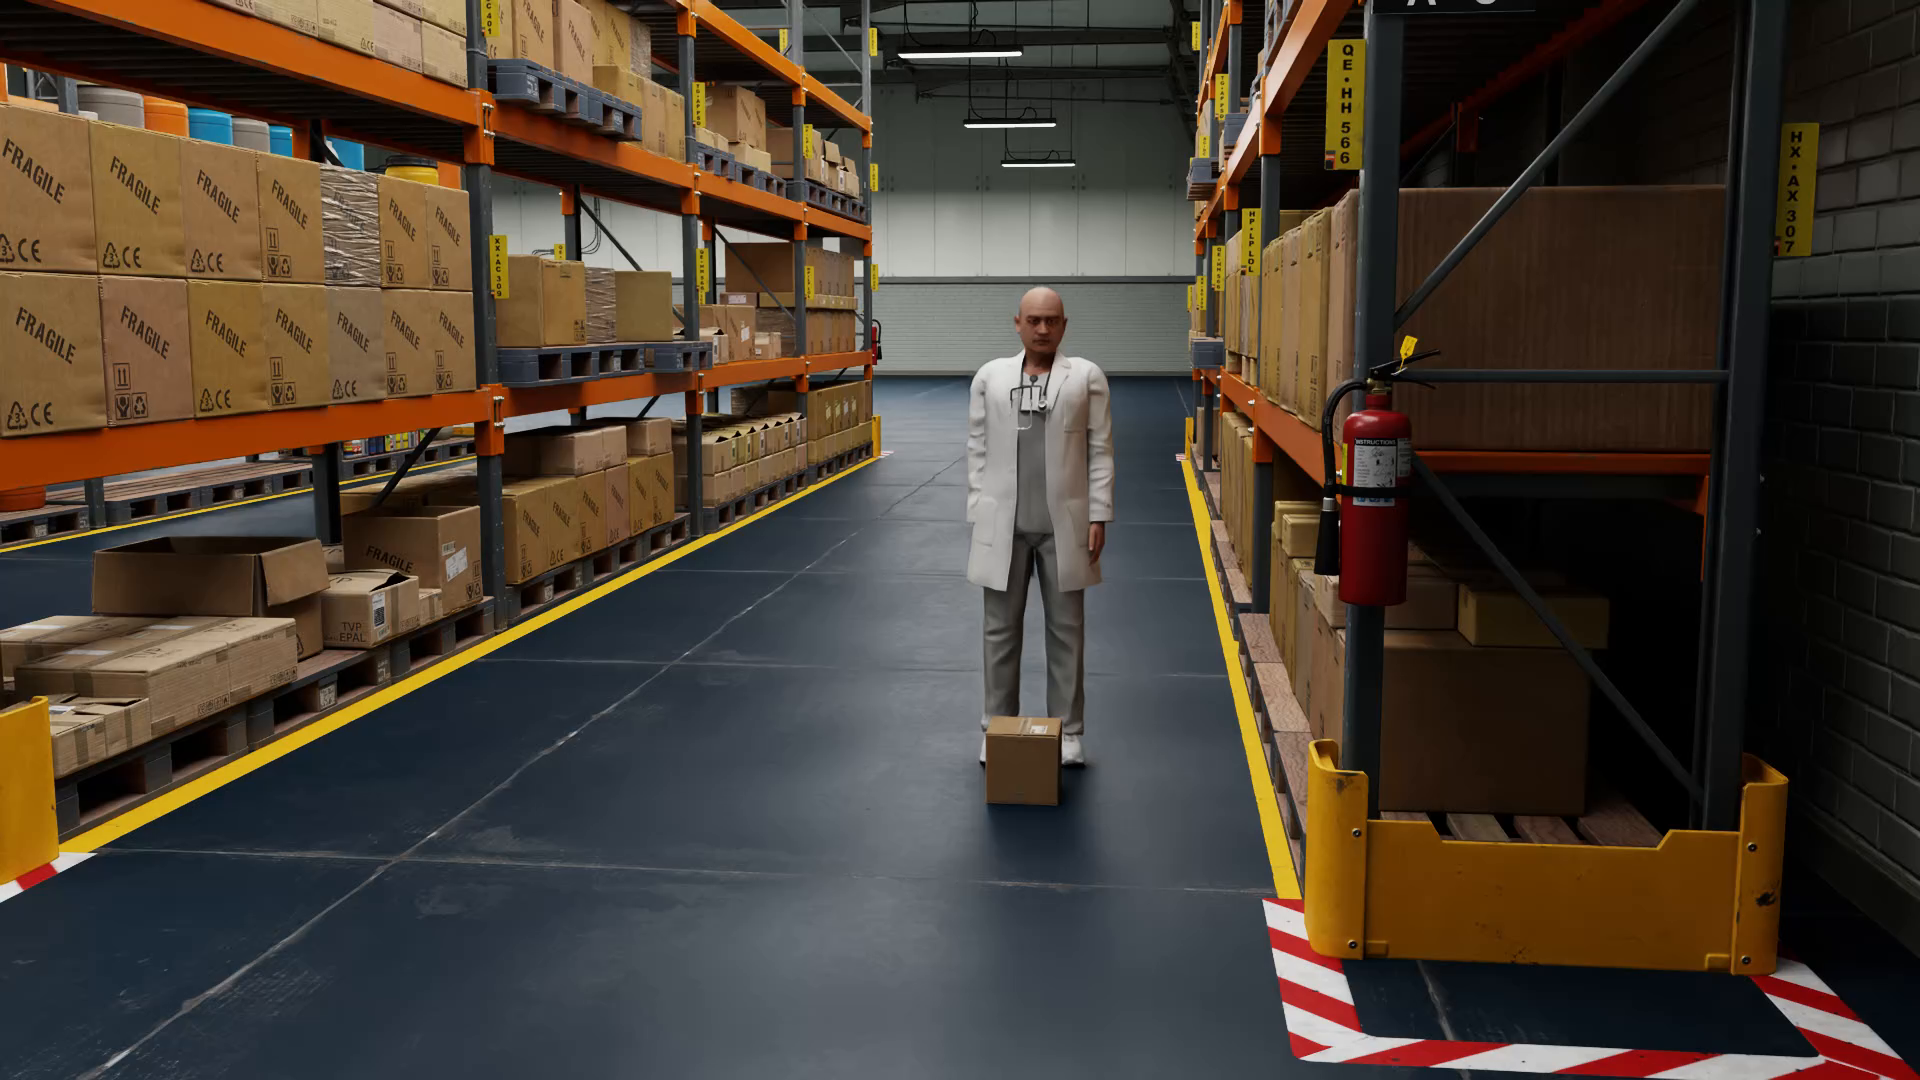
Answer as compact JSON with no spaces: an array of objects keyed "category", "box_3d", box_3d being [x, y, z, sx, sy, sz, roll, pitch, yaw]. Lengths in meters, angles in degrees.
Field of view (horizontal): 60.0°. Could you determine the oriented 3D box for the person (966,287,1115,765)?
[{"category":"person","box_3d":[0.298,-0.050,6.236,0.561,1.777,0.377,1,7,7]}]
